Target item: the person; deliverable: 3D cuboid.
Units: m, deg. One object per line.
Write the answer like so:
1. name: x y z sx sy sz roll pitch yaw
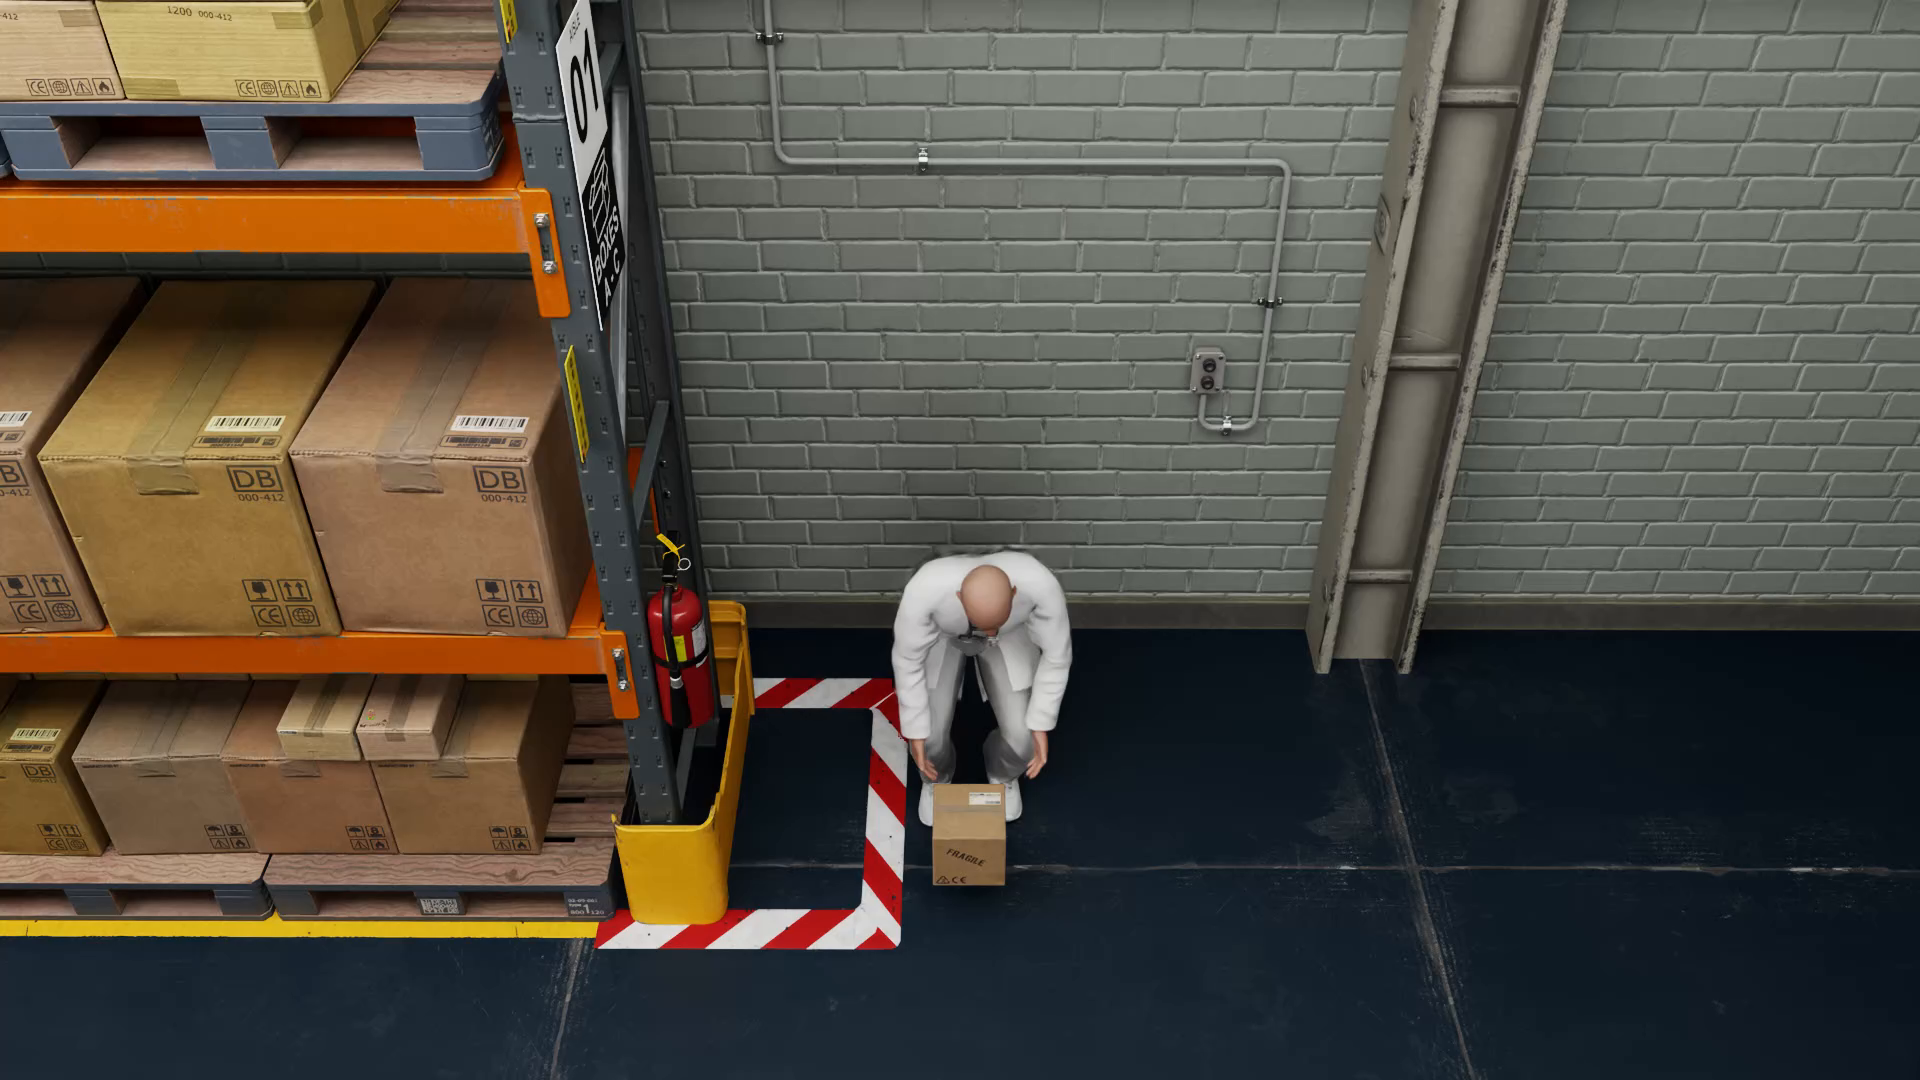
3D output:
1. person: 0.074 0.487 5.954 0.631 1.293 0.750 0 39 0
